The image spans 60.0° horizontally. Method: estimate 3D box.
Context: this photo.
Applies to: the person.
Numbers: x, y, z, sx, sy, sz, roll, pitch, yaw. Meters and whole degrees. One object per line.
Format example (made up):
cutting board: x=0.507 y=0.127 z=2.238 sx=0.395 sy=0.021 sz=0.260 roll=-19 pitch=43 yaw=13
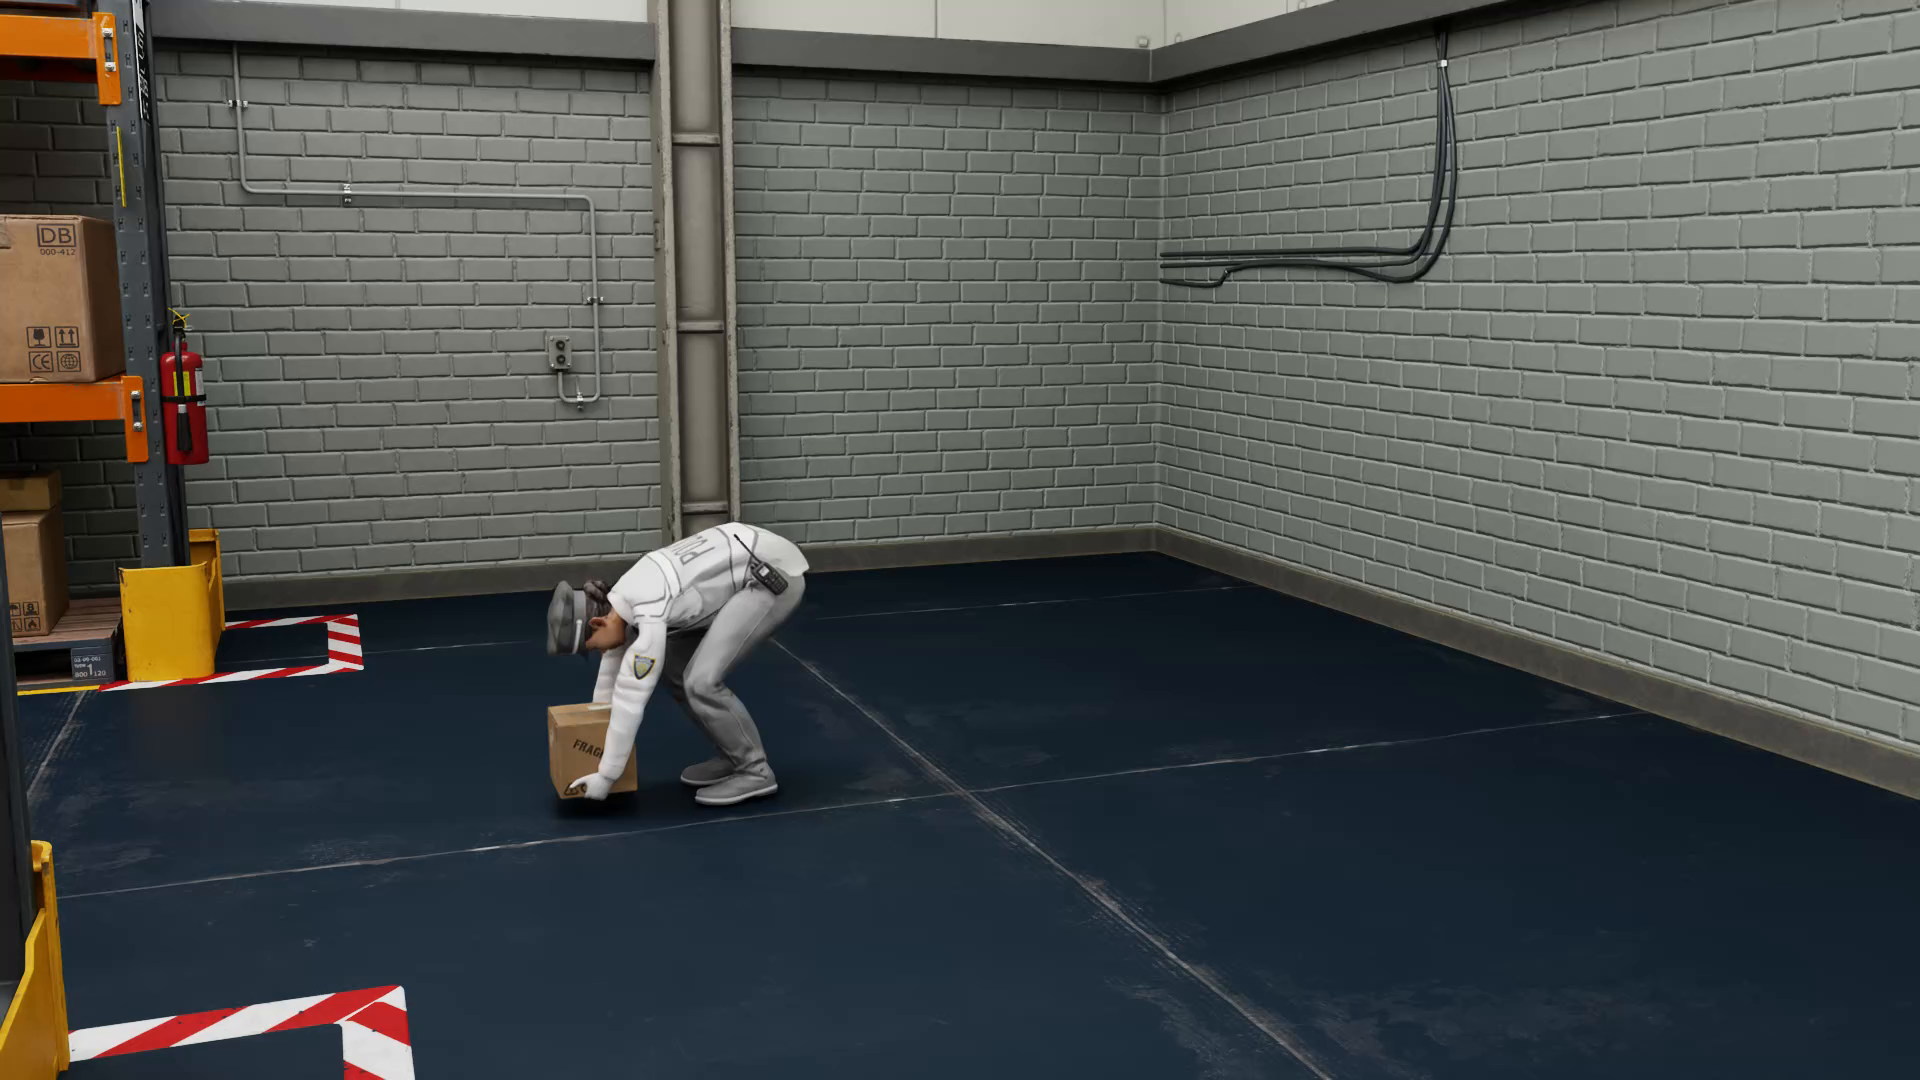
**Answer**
person: x=-0.943 y=0.420 z=5.597 sx=0.882 sy=0.919 sz=0.457 roll=-4 pitch=10 yaw=-24
